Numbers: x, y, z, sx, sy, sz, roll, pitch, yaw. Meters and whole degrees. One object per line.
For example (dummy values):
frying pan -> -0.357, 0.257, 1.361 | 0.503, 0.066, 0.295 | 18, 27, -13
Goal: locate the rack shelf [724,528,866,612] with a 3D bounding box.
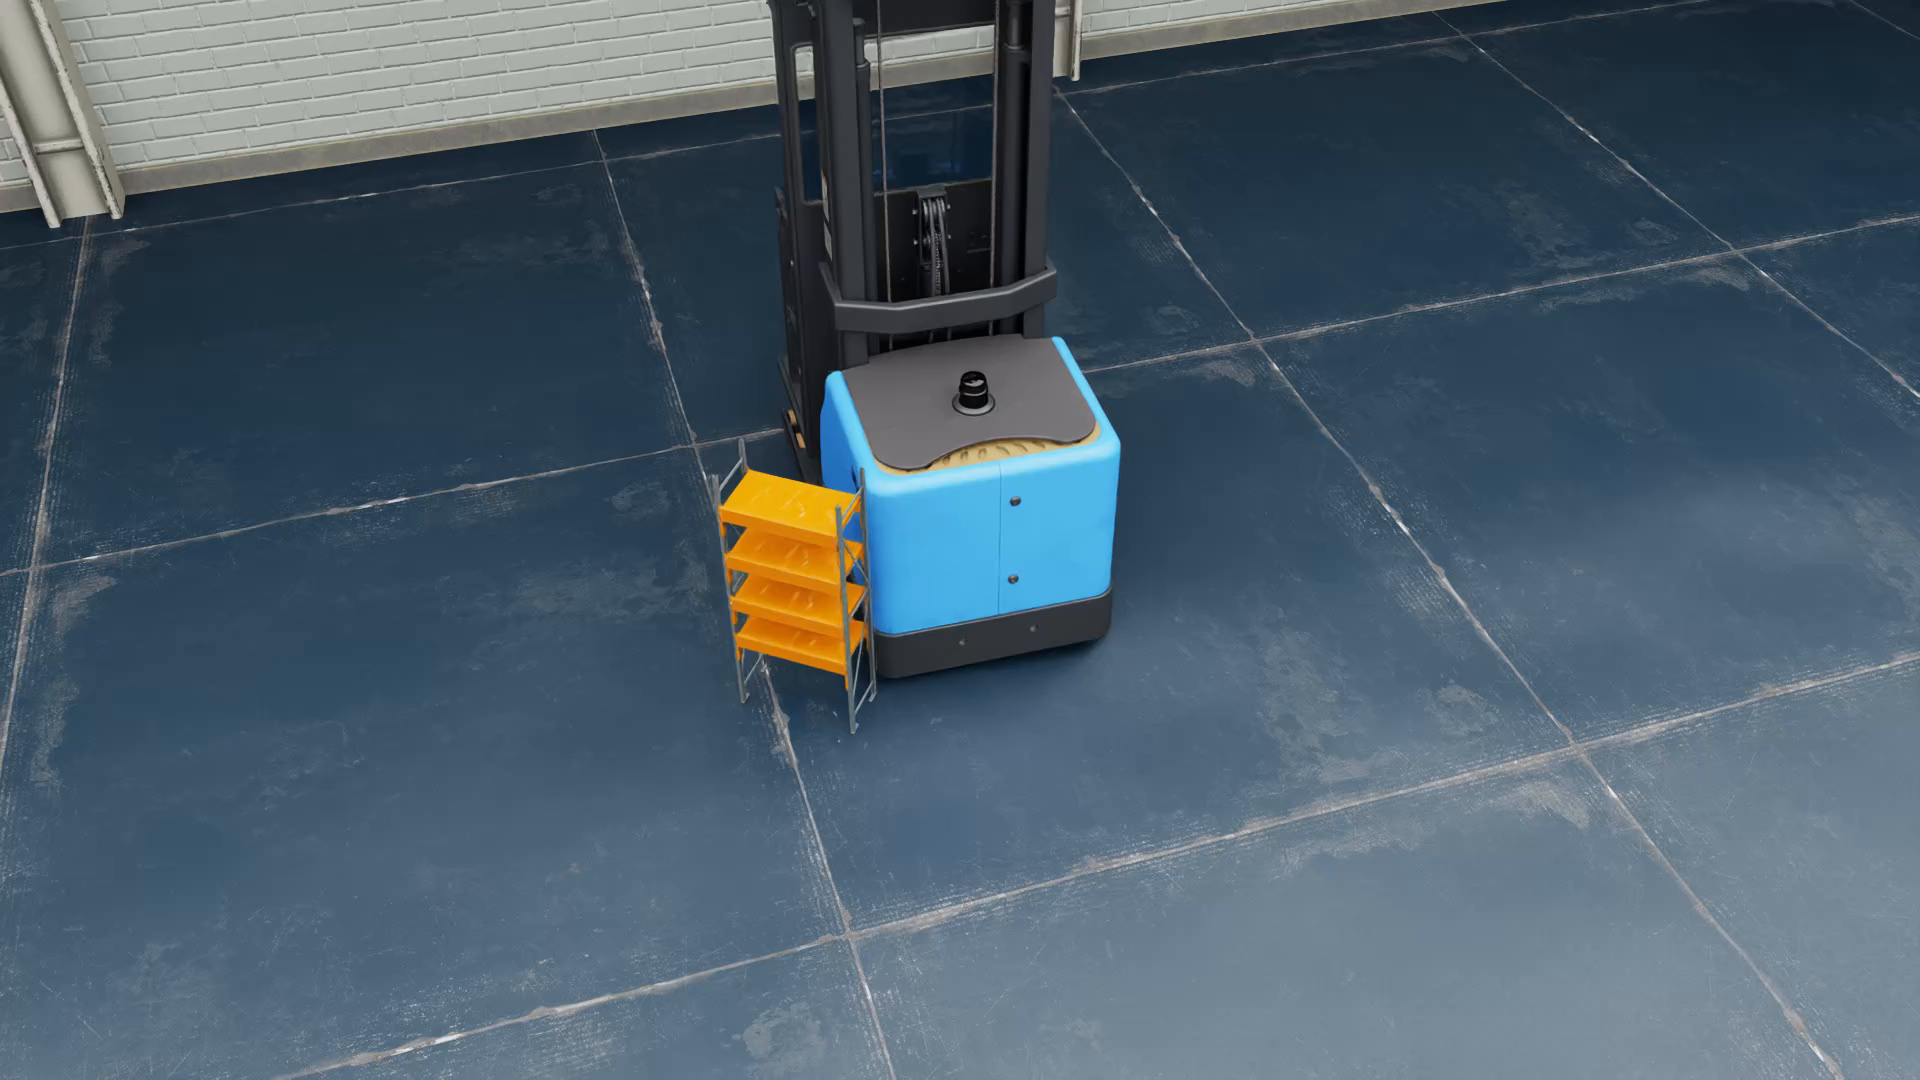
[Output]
rack shelf -> -0.624, 0.085, 6.350 | 0.480, 0.148, 0.258 | 14, 43, 15

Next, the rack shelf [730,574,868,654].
rack shelf -> -0.623, 0.253, 6.499 | 0.480, 0.148, 0.258 | 14, 43, 15

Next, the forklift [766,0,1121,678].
forklift -> -0.243, -1.517, 7.108 | 1.130, 2.935, 3.031 | -10, 42, -12

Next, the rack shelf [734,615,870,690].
rack shelf -> -0.623, 0.401, 6.630 | 0.480, 0.148, 0.258 | 14, 43, 15

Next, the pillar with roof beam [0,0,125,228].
pillar with roof beam -> -3.863, -2.638, 3.779 | 0.400, 9.000, 9.100 | -12, 42, -13

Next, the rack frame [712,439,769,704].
rack frame -> -0.852, 0.147, 6.518 | 0.015, 1.200, 0.240 | 14, 43, 15

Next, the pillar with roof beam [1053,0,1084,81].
pillar with roof beam -> 1.860, -3.824, 5.137 | 0.400, 9.000, 9.100 | -12, 42, -13

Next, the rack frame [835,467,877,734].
rack frame -> -0.394, 0.258, 6.391 | 0.015, 1.200, 0.240 | 14, 43, 15

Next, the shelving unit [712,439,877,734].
shelving unit -> -0.623, 0.203, 6.454 | 0.503, 1.200, 0.258 | 14, 43, 15

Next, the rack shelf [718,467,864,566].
rack shelf -> -0.624, -0.092, 6.194 | 0.480, 0.148, 0.258 | 14, 43, 15
